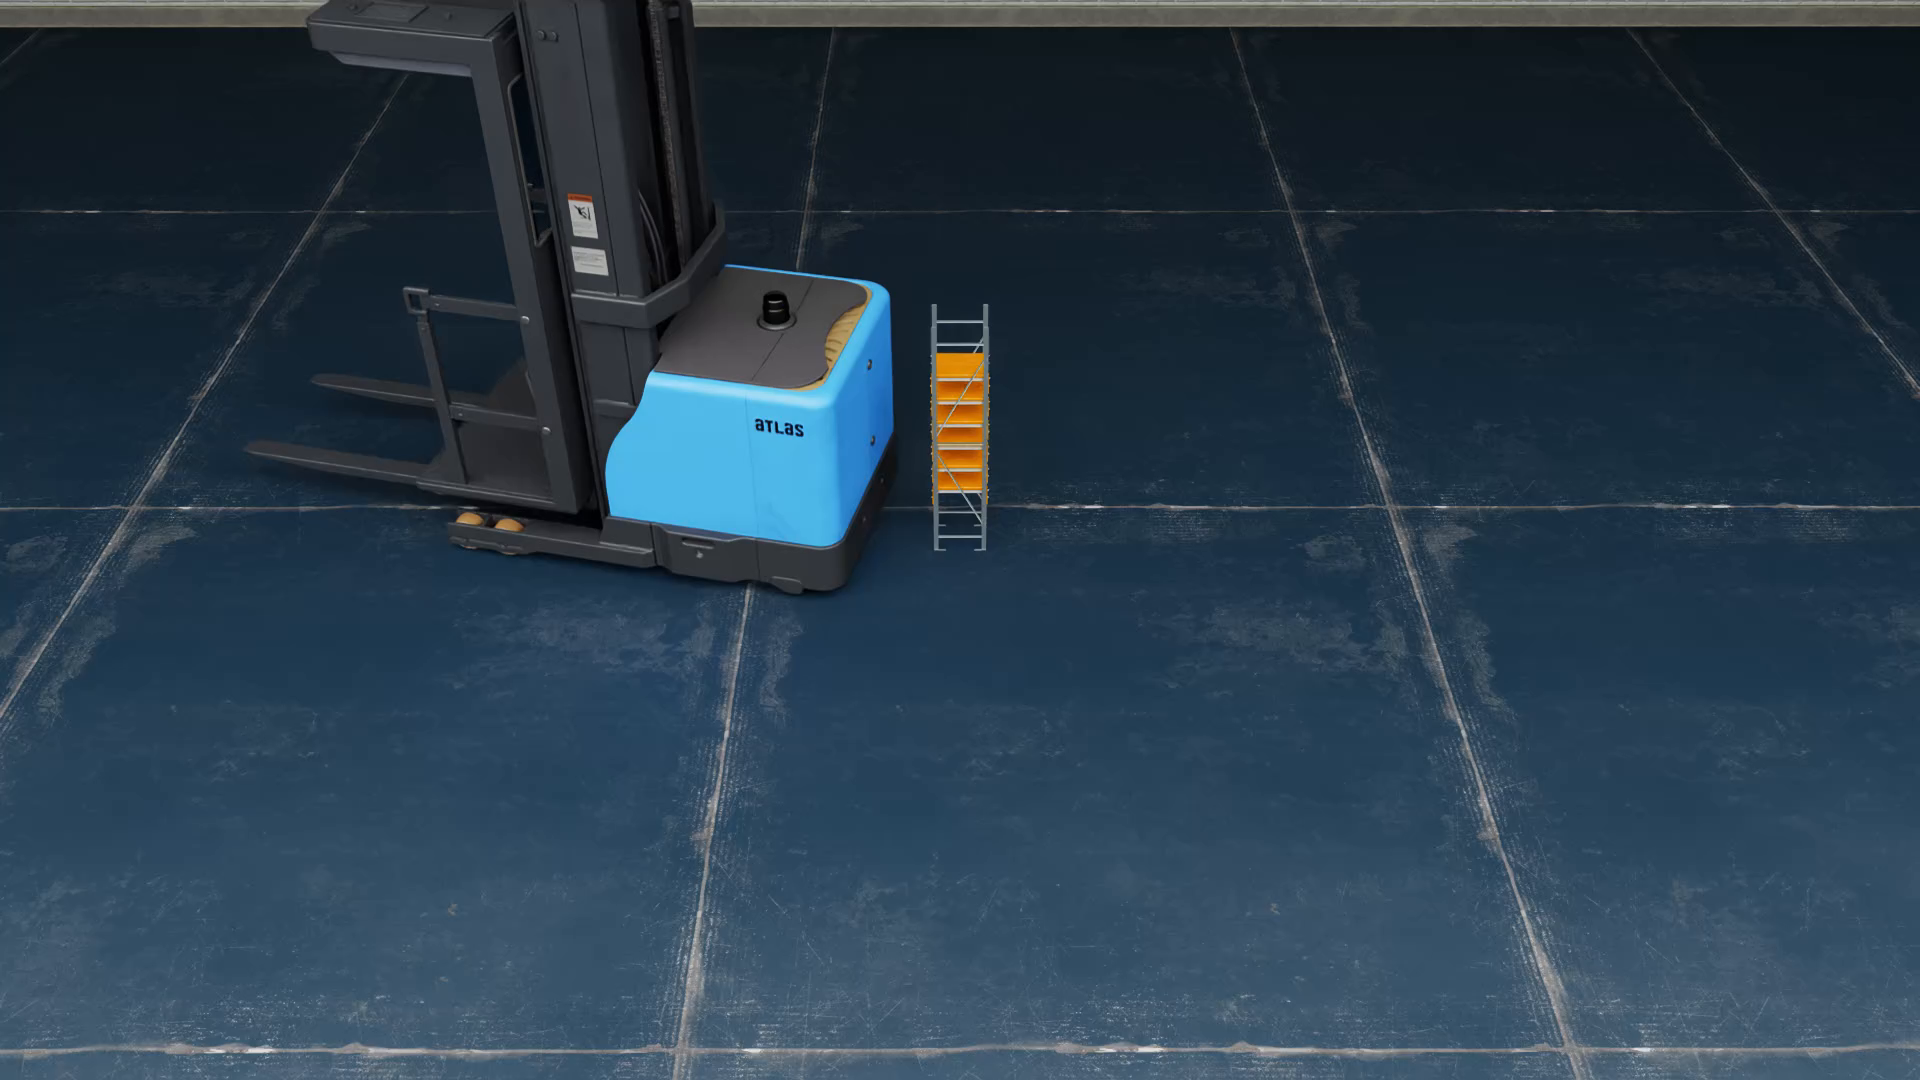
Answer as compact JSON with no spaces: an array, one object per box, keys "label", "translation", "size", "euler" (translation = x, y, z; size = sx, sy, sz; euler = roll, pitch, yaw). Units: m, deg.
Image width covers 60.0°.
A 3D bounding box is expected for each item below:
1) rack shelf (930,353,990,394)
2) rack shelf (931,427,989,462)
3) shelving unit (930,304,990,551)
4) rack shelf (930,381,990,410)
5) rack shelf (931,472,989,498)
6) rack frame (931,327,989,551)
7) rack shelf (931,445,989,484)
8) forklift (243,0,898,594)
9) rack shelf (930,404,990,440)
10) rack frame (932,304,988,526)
[{"label":"rack shelf","translation":[0.000,-0.724,7.189],"size":[0.258,0.103,0.180],"euler":[0,39,0]},{"label":"rack shelf","translation":[0.000,-0.443,7.414],"size":[0.258,0.103,0.180],"euler":[0,39,0]},{"label":"shelving unit","translation":[0.000,-0.477,7.386],"size":[0.258,1.200,0.189],"euler":[0,39,0]},{"label":"rack shelf","translation":[0.000,-0.630,7.264],"size":[0.258,0.103,0.180],"euler":[0,39,0]},{"label":"rack shelf","translation":[0.000,-0.255,7.564],"size":[0.258,0.103,0.180],"euler":[0,39,0]},{"label":"rack frame","translation":[0.000,-0.420,7.315],"size":[0.240,1.200,0.006],"euler":[0,39,0]},{"label":"rack shelf","translation":[0.000,-0.349,7.489],"size":[0.258,0.103,0.180],"euler":[0,39,0]},{"label":"forklift","translation":[-1.875,-1.386,7.136],"size":[3.031,2.935,1.130],"euler":[8,39,10]},{"label":"rack shelf","translation":[0.000,-0.536,7.339],"size":[0.258,0.103,0.180],"euler":[0,39,0]},{"label":"rack frame","translation":[0.000,-0.534,7.457],"size":[0.240,1.200,0.006],"euler":[0,39,0]}]
